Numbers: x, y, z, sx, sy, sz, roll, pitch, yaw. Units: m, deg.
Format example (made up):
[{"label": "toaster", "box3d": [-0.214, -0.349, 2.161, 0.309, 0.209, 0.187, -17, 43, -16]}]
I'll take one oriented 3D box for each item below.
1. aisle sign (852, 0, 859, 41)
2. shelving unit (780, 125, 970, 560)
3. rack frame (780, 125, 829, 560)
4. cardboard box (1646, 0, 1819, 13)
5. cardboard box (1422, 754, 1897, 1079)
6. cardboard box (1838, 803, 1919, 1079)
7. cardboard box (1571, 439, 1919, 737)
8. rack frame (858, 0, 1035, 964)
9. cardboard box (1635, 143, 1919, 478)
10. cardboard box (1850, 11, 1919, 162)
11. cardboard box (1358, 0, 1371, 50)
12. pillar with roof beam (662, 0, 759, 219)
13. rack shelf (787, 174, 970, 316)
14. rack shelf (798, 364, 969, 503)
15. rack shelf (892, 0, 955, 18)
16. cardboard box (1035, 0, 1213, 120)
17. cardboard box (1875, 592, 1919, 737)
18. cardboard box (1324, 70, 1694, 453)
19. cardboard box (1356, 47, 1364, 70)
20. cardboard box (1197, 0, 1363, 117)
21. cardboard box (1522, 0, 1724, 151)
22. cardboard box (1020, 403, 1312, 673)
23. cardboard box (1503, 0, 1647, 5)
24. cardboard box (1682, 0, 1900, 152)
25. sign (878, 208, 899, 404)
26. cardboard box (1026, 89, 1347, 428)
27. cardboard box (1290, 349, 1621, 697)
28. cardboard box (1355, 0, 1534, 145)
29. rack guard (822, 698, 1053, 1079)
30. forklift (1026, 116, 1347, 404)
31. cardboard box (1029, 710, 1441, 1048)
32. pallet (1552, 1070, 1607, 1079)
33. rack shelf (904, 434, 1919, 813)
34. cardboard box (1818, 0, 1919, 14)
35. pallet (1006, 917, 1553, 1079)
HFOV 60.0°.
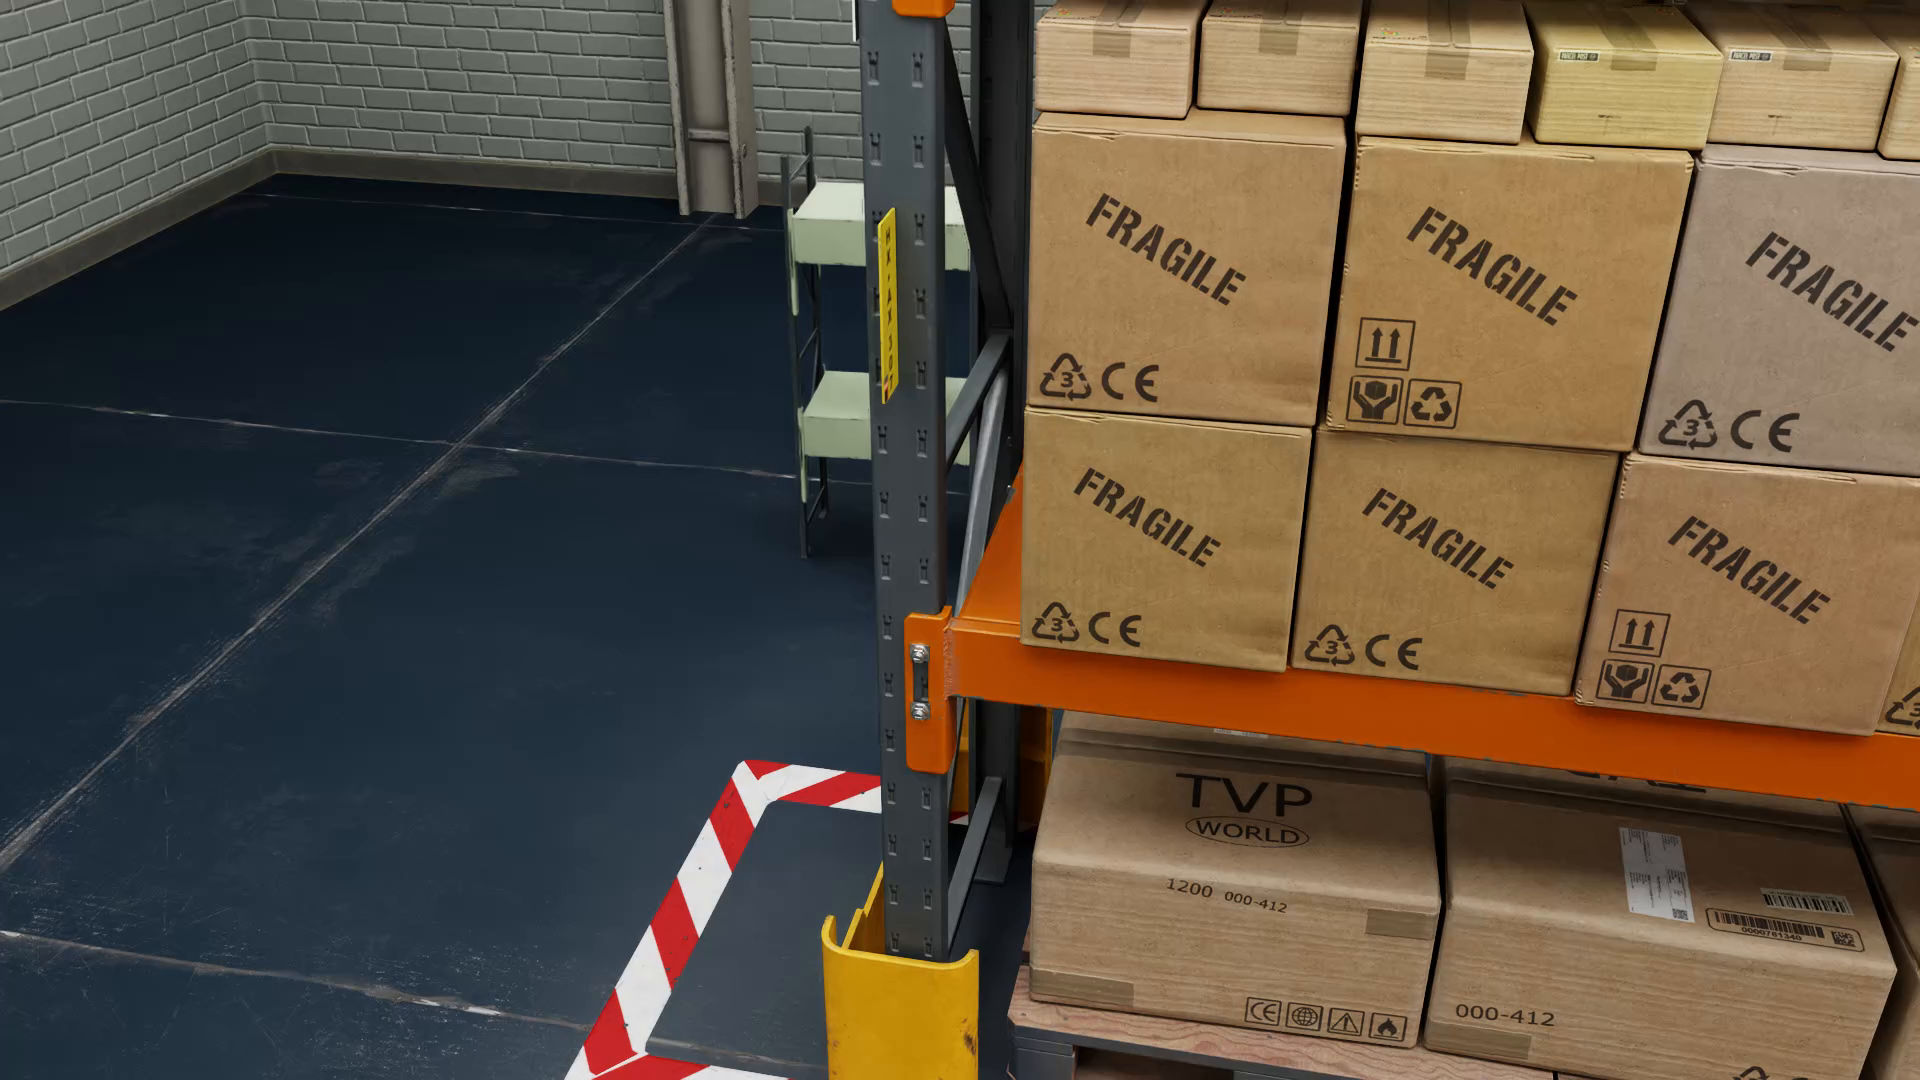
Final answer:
[{"label": "aisle sign", "box3d": [-0.133, -1.259, 2.720, 0.004, 0.787, 0.394, 6, 29, 11]}, {"label": "shelving unit", "box3d": [-0.185, -0.658, 5.890, 0.755, 1.500, 0.431, 4, 29, 7]}, {"label": "rack frame", "box3d": [-0.548, -0.682, 5.933, 0.023, 1.500, 0.400, 4, 29, 7]}, {"label": "cardboard box", "box3d": [1.393, -0.968, 3.074, 0.250, 0.149, 0.380, 6, 29, 10]}, {"label": "cardboard box", "box3d": [1.561, 0.799, 3.898, 0.875, 0.438, 0.875, 7, 29, 12]}, {"label": "cardboard box", "box3d": [2.443, 0.890, 3.732, 0.875, 0.438, 0.875, 5, 29, 9]}, {"label": "cardboard box", "box3d": [1.402, -0.012, 3.044, 0.500, 0.500, 0.500, 6, 29, 10]}, {"label": "rack frame", "box3d": [-0.002, -0.248, 3.579, 0.127, 3.000, 1.000, 6, 29, 11]}, {"label": "cardboard box", "box3d": [1.420, -0.452, 2.807, 0.500, 0.500, 0.500, 6, 29, 10]}, {"label": "cardboard box", "box3d": [1.553, -0.712, 2.607, 0.250, 0.149, 0.380, 6, 29, 11]}, {"label": "cardboard box", "box3d": [0.914, -1.072, 3.265, 0.250, 0.149, 0.380, 6, 29, 10]}, {"label": "pillar with roof beam", "box3d": [-2.316, -3.883, 3.972, 0.400, 9.000, 9.100, 6, 29, 11]}, {"label": "rack shelf", "box3d": [-0.185, -1.000, 5.703, 0.720, 0.370, 0.431, 4, 29, 7]}, {"label": "rack shelf", "box3d": [-0.185, -0.372, 6.046, 0.720, 0.370, 0.431, 4, 29, 7]}, {"label": "rack shelf", "box3d": [1.954, -1.048, 2.665, 4.000, 0.370, 1.077, 6, 29, 11]}, {"label": "cardboard box", "box3d": [0.288, -0.849, 2.857, 0.250, 0.149, 0.380, 6, 29, 12]}, {"label": "cardboard box", "box3d": [1.895, 0.031, 2.966, 0.500, 0.500, 0.500, 7, 29, 12]}, {"label": "cardboard box", "box3d": [0.915, -0.500, 2.894, 0.500, 0.500, 0.500, 5, 29, 9]}, {"label": "cardboard box", "box3d": [1.037, -0.755, 3.361, 0.500, 0.500, 0.500, 6, 29, 11]}, {"label": "cardboard box", "box3d": [0.559, -0.856, 2.870, 0.250, 0.149, 0.380, 7, 29, 12]}, {"label": "cardboard box", "box3d": [1.050, -0.759, 2.691, 0.250, 0.149, 0.380, 5, 29, 9]}, {"label": "cardboard box", "box3d": [0.408, -0.109, 3.221, 0.500, 0.500, 0.500, 6, 29, 10]}, {"label": "cardboard box", "box3d": [1.152, -1.028, 3.183, 0.250, 0.149, 0.380, 7, 29, 12]}, {"label": "cardboard box", "box3d": [1.318, -0.757, 2.689, 0.250, 0.149, 0.380, 6, 29, 11]}, {"label": "sign", "box3d": [-0.124, -0.402, 2.878, 0.005, 0.325, 0.100, 6, 29, 11]}, {"label": "cardboard box", "box3d": [0.408, -0.549, 2.983, 0.500, 0.500, 0.500, 5, 29, 9]}, {"label": "cardboard box", "box3d": [0.908, -0.071, 3.152, 0.500, 0.500, 0.500, 5, 29, 10]}, {"label": "cardboard box", "box3d": [0.789, -0.777, 2.724, 0.250, 0.149, 0.380, 7, 29, 12]}, {"label": "rack guard", "box3d": [-0.025, 0.846, 4.184, 0.348, 0.500, 1.175, 6, 29, 11]}, {"label": "forklift", "box3d": [1.728, -1.260, 5.499, 3.031, 2.935, 1.130, 4, 29, 7]}, {"label": "cardboard box", "box3d": [0.665, 0.711, 4.059, 0.875, 0.438, 0.875, 5, 29, 9]}, {"label": "pallet", "box3d": [1.986, 1.142, 3.944, 1.213, 0.211, 1.003, 6, 29, 11]}, {"label": "rack shelf", "box3d": [1.954, 0.268, 3.386, 4.000, 0.370, 1.077, 6, 29, 11]}, {"label": "cardboard box", "box3d": [1.650, -0.971, 3.079, 0.250, 0.149, 0.380, 7, 29, 12]}, {"label": "pallet", "box3d": [0.797, 1.019, 4.170, 1.213, 0.211, 1.003, 6, 29, 11]}]
